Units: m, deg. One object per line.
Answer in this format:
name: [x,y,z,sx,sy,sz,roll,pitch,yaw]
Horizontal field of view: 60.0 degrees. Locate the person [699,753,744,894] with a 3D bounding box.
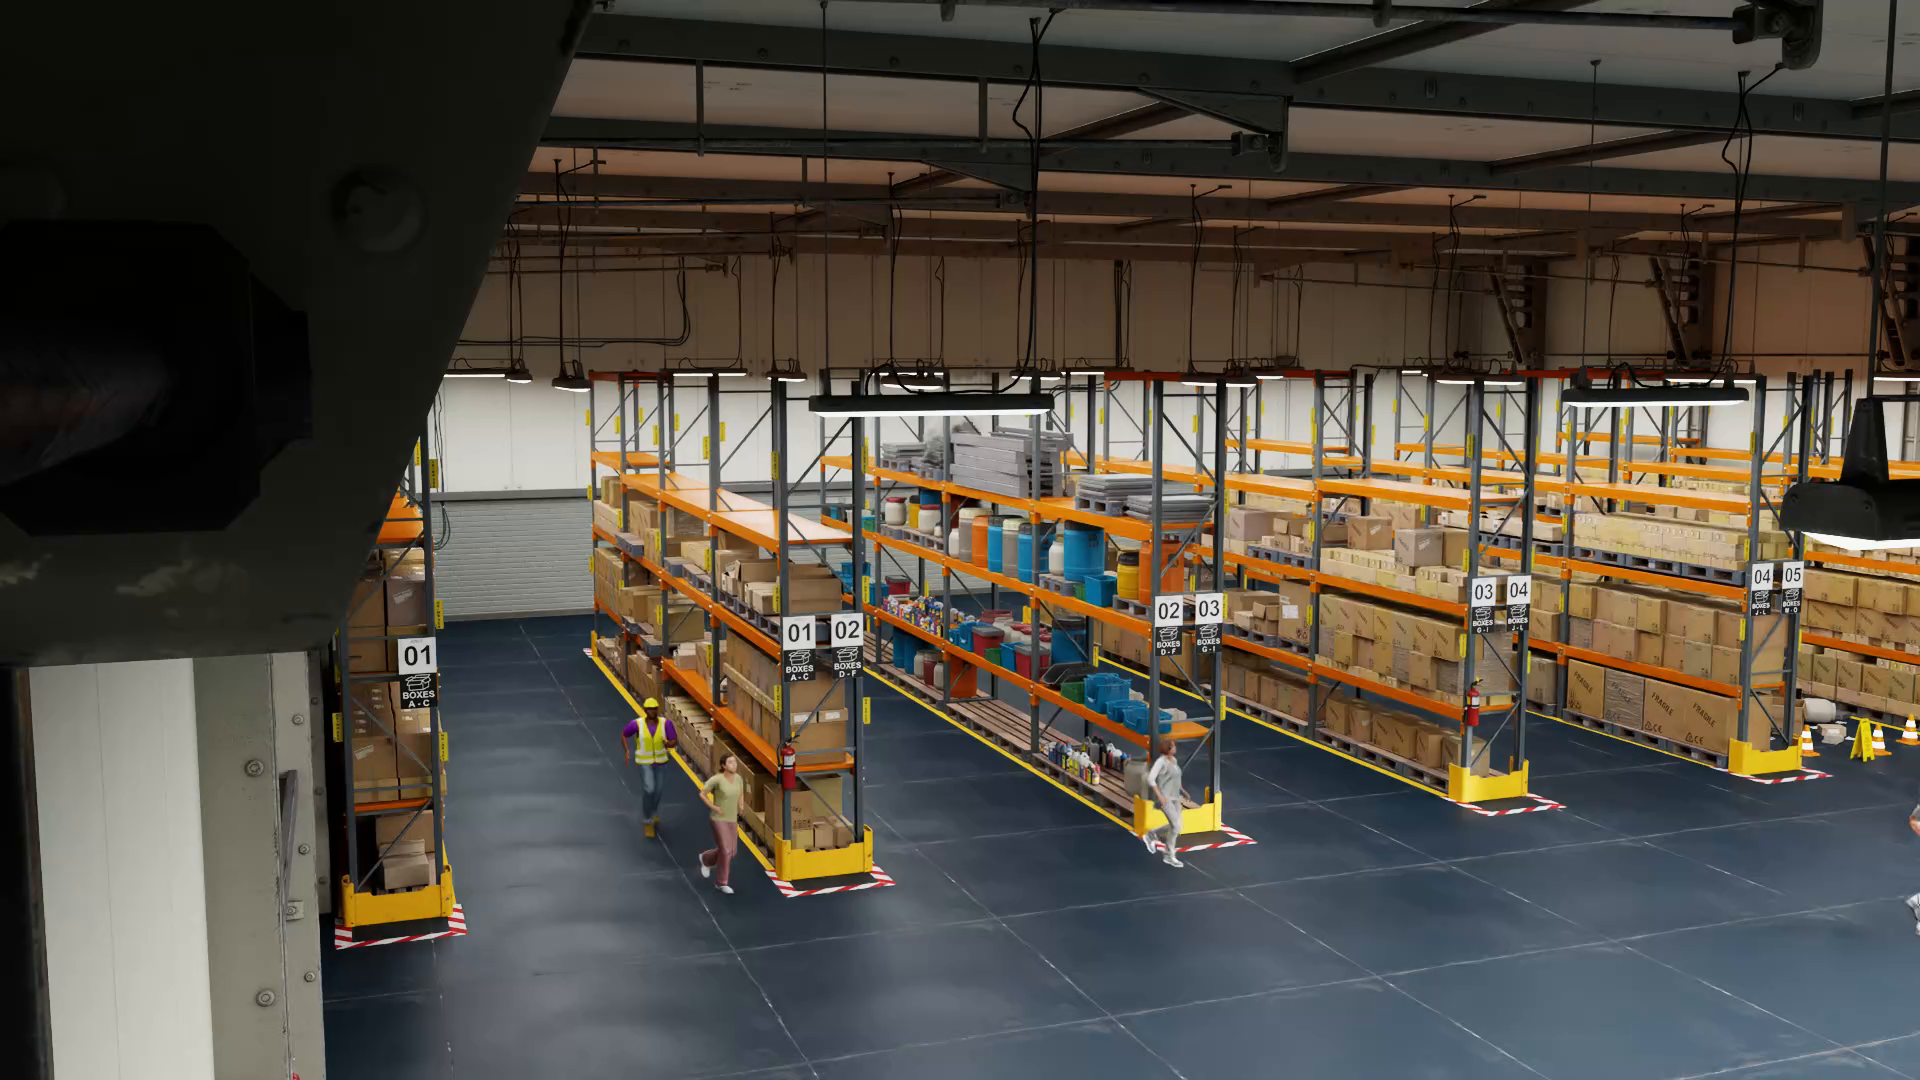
person: [-2.830,3.334,19.835,0.616,1.635,0.674,-6,9,-42]

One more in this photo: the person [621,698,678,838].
person: [-4.091,2.994,22.085,0.675,1.826,0.764,-3,7,-27]

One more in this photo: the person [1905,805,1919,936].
person: [10.657,3.456,18.070,0.590,1.745,0.660,1,6,11]

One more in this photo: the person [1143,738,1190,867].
person: [2.584,3.261,20.786,0.577,1.563,0.594,4,8,34]
